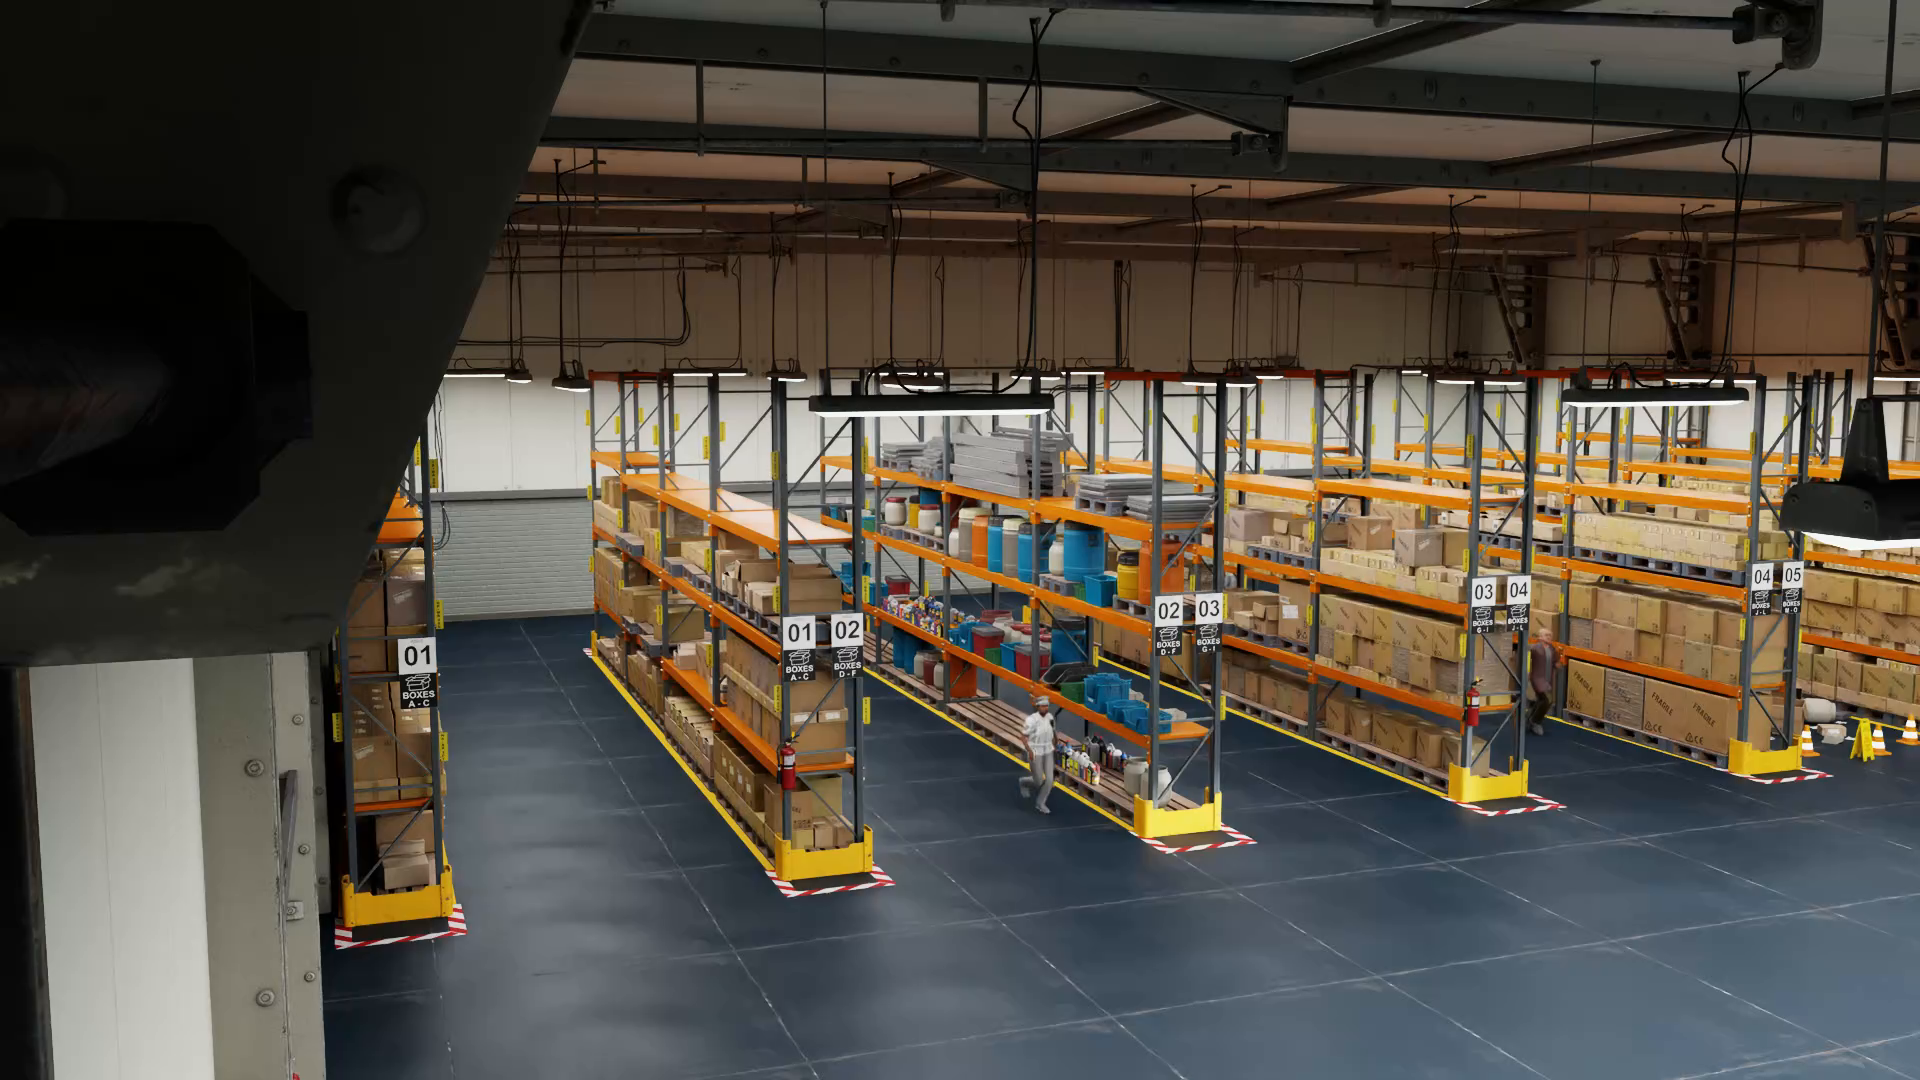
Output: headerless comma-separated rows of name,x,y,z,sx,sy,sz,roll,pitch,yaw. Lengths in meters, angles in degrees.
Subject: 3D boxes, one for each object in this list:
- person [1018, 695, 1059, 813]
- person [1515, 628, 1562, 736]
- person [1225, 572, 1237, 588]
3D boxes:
person,1.086,2.949,23.158,0.558,1.637,0.592,-3,7,-27
person,9.711,2.367,27.699,0.687,1.791,0.720,-4,7,-29
person,6.841,0.874,41.654,0.587,1.611,0.601,-4,7,-29
